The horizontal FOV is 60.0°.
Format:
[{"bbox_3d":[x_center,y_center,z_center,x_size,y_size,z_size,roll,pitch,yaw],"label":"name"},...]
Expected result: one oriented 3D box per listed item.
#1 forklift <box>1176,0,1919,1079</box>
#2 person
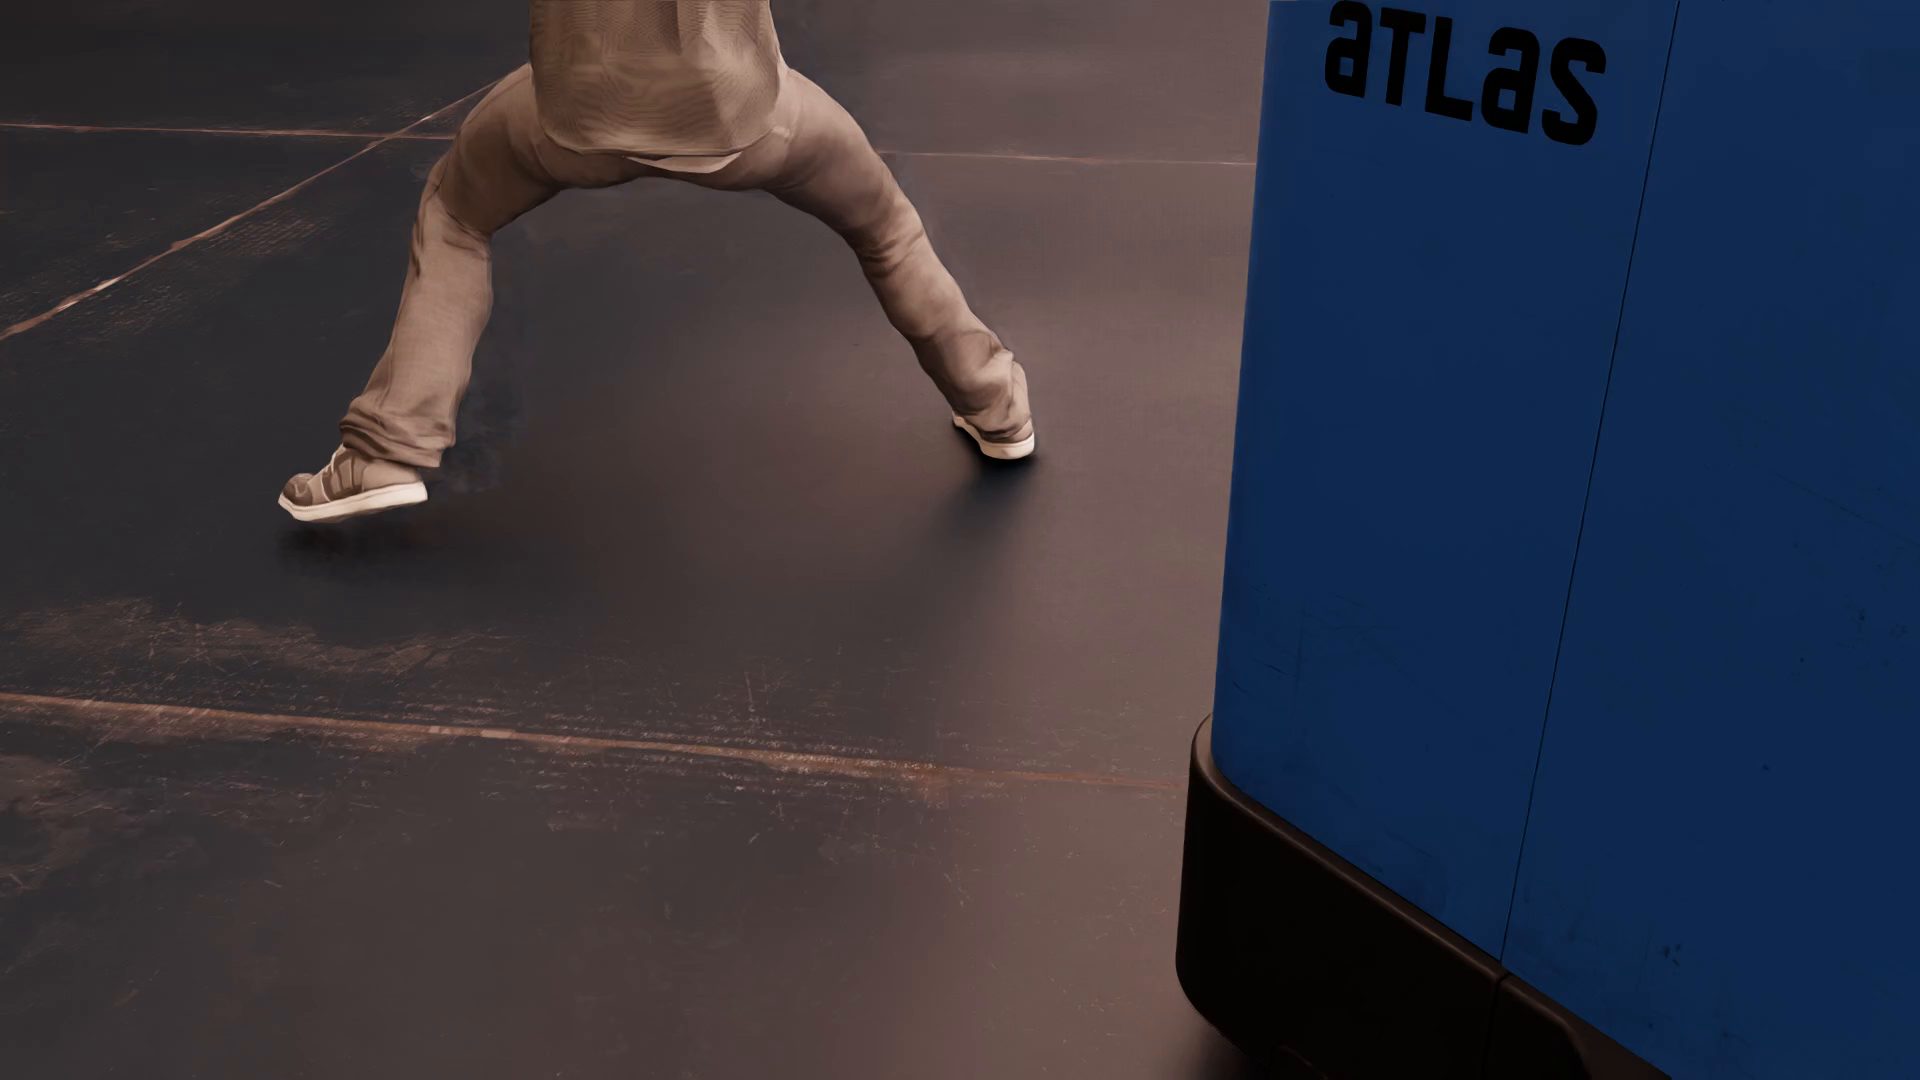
[{"bbox_3d":[1.474,-0.450,0.118,1.130,2.935,3.031,-18,32,-32],"label":"forklift"},{"bbox_3d":[-0.447,-0.710,2.381,1.141,1.377,0.630,0,27,0],"label":"person"}]
